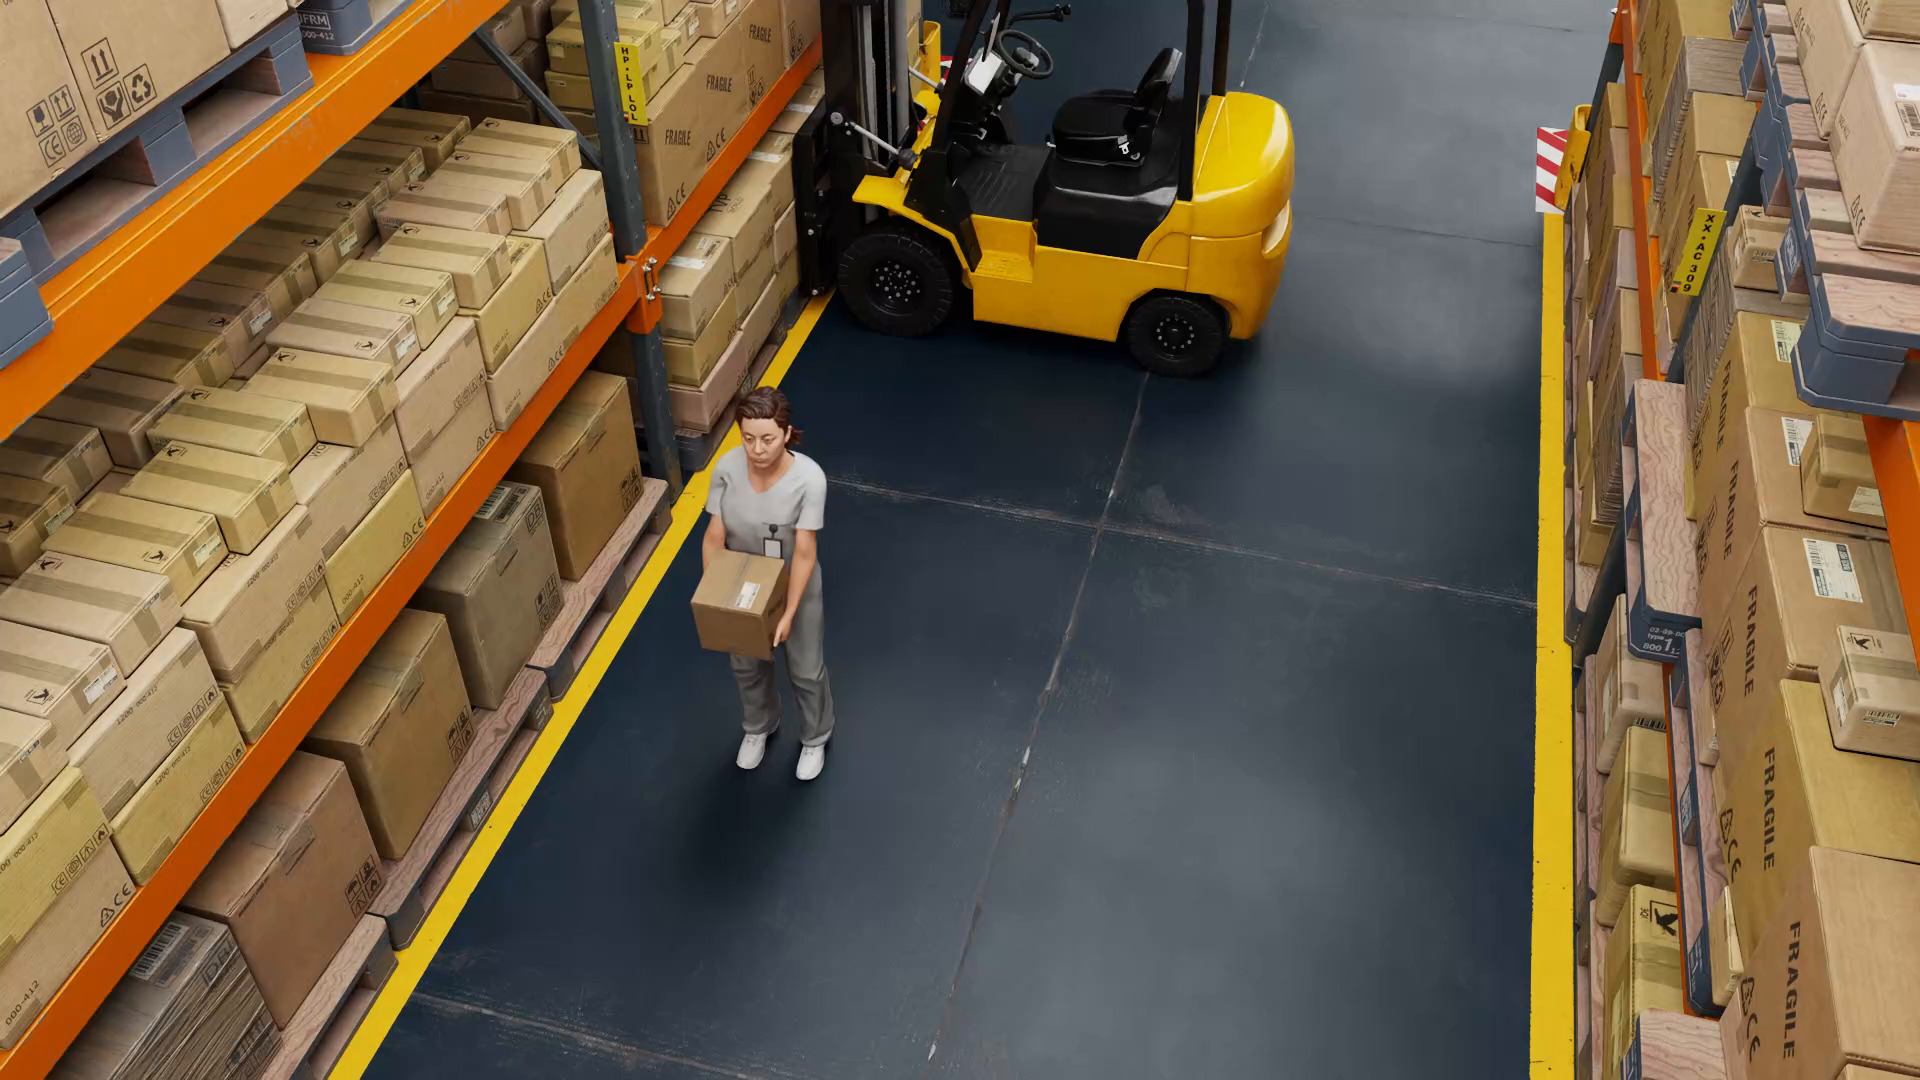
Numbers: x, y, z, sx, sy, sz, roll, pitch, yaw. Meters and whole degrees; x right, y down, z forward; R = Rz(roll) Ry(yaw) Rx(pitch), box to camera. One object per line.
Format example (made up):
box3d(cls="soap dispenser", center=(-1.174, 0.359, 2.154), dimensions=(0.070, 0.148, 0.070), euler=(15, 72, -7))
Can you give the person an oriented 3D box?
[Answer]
box3d(cls="person", center=(-0.685, 0.221, 5.915), dimensions=(0.424, 1.668, 0.542), euler=(10, 42, 11))
